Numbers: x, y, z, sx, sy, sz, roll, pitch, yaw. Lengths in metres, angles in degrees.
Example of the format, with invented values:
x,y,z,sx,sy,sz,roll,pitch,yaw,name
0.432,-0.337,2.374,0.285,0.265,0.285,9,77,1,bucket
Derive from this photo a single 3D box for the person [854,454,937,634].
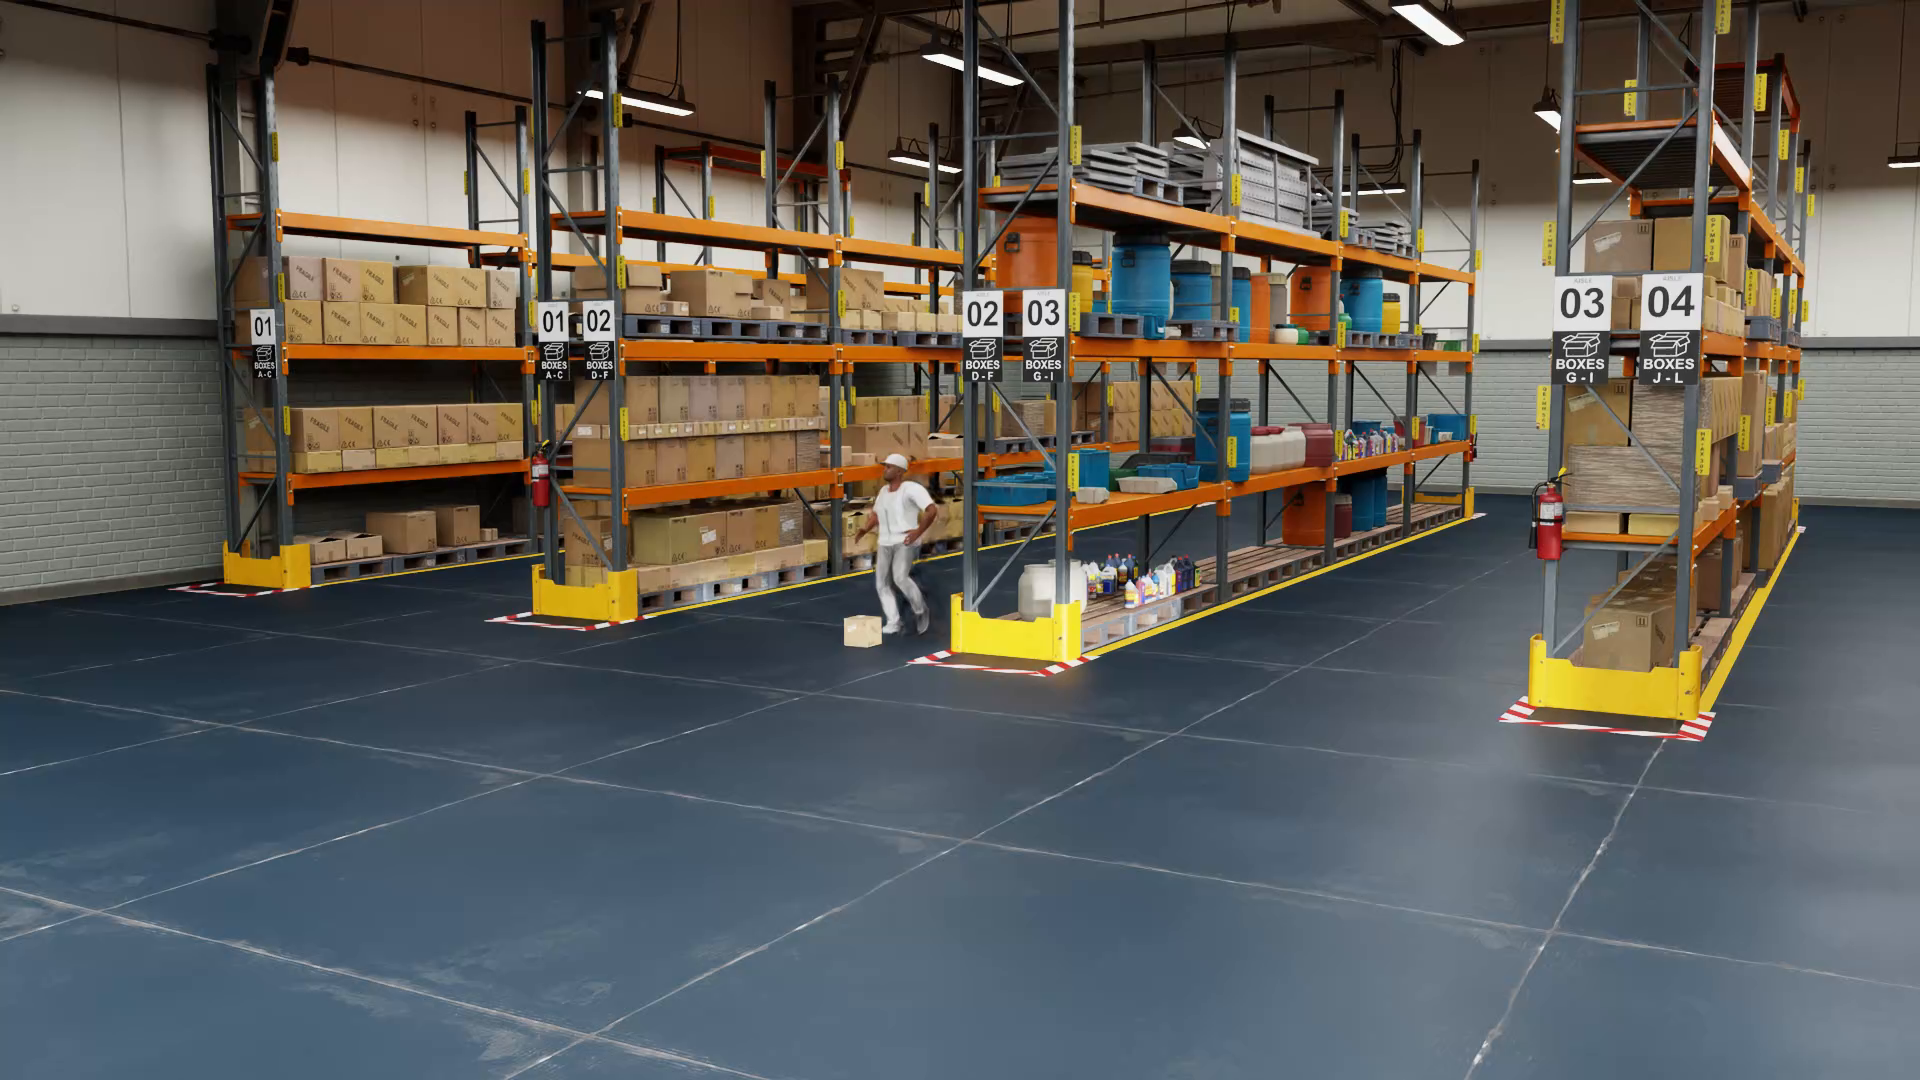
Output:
x,y,z,sx,sy,sz,roll,pitch,yaw,name
-0.630,0.051,15.757,0.804,1.720,0.552,4,7,34,person
